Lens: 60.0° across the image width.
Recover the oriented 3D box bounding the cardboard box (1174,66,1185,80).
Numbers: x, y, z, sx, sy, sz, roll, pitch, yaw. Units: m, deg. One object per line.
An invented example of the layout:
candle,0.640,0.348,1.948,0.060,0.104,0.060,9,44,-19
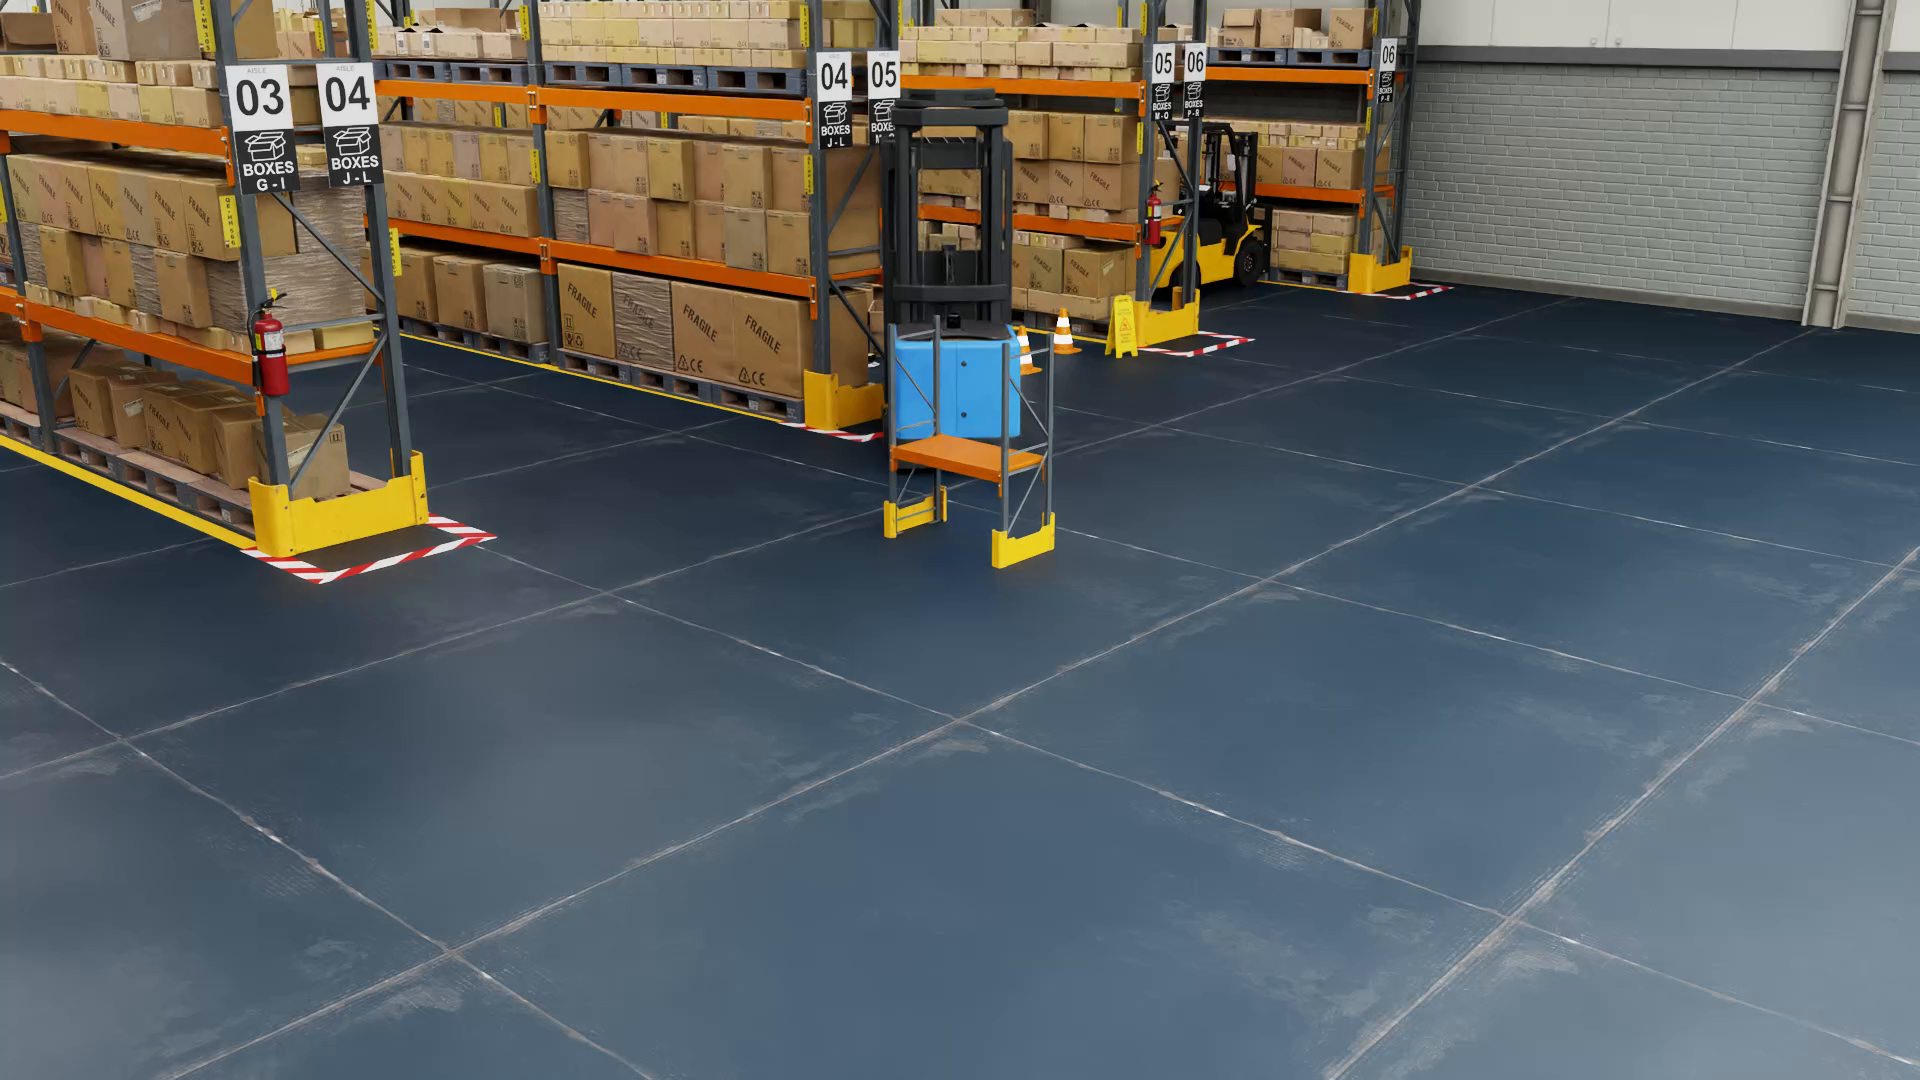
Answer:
cardboard box,2.267,-5.145,18.321,0.250,0.149,0.380,15,23,39

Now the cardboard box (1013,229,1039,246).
cardboard box,0.826,-3.516,19.270,0.250,0.149,0.380,16,24,42

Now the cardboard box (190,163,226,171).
cardboard box,-5.253,-2.493,12.198,0.500,0.500,0.500,15,23,39

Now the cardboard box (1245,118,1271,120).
cardboard box,4.144,-5.802,23.206,0.250,0.149,0.380,16,24,41

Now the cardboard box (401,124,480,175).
cardboard box,-5.801,-4.389,18.664,0.500,0.500,0.700,15,23,38

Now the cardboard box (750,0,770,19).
cardboard box,-1.573,-4.534,14.217,0.250,0.149,0.380,15,23,40

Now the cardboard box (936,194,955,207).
cardboard box,-0.065,-4.099,19.985,0.250,0.149,0.380,16,24,41

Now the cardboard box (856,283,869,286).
cardboard box,-1.086,-3.550,21.490,0.625,0.372,0.950,15,23,40

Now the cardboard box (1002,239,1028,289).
cardboard box,0.762,-3.251,19.507,0.500,0.500,0.500,14,23,38

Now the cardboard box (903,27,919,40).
cardboard box,-0.459,-6.005,19.714,0.250,0.149,0.380,16,24,41

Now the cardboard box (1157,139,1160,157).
cardboard box,2.758,-5.521,23.885,0.500,0.500,0.500,14,22,38

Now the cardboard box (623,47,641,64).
cardboard box,-2.902,-4.510,15.461,0.250,0.149,0.380,15,23,39

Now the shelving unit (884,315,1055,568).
shelving unit,0.057,-0.700,11.337,1.083,1.500,0.587,15,23,39

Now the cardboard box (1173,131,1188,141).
cardboard box,3.207,-5.691,23.348,0.250,0.149,0.380,16,23,40

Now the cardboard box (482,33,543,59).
cardboard box,-4.537,-5.069,17.056,0.500,0.250,0.500,15,23,40

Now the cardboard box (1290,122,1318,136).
cardboard box,4.628,-5.497,22.245,0.250,0.149,0.380,15,23,40

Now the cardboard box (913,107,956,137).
cardboard box,-0.140,-4.919,19.843,0.500,0.500,0.700,15,23,40

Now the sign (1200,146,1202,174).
sign,2.660,-4.230,18.551,0.005,0.325,0.100,15,23,39

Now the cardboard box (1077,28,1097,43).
cardboard box,1.480,-5.493,18.101,0.250,0.149,0.380,15,23,39

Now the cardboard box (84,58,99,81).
cardboard box,-6.016,-3.372,11.907,0.250,0.149,0.380,16,23,41

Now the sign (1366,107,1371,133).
sign,5.221,-5.363,21.247,0.005,0.325,0.100,15,23,39

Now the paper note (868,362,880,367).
paper note,-0.925,-1.829,17.328,0.144,0.017,0.142,-9,20,-27

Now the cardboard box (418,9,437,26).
cardboard box,-8.259,-8.194,26.488,0.500,0.500,0.500,16,23,40

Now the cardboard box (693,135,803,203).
cardboard box,-1.964,-3.457,15.512,0.550,0.550,0.875,15,23,39

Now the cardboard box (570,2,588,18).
cardboard box,-3.475,-5.044,15.824,0.250,0.149,0.380,15,23,39

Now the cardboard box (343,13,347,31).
cardboard box,-7.399,-6.250,19.958,0.258,0.266,0.396,15,23,39

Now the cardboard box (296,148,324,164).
cardboard box,-7.751,-4.570,19.792,0.250,0.149,0.380,15,23,39

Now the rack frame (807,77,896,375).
rack frame,-0.910,-2.555,14.702,0.127,3.000,1.000,15,23,39

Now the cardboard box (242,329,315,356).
cardboard box,-4.629,-1.343,11.301,0.250,0.149,0.380,15,23,39

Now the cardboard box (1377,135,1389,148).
cardboard box,5.510,-5.302,22.122,0.250,0.149,0.380,14,23,38

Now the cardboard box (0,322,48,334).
cardboard box,-8.896,-1.726,15.498,0.700,0.500,0.500,-16,24,-41

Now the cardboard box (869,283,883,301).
cardboard box,-0.794,-2.785,19.555,0.500,0.500,0.500,-3,18,-8

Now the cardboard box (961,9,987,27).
cardboard box,0.432,-7.871,25.470,0.500,0.500,0.700,14,23,38

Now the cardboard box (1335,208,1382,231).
cardboard box,5.358,-4.324,22.476,0.500,0.250,0.500,15,23,38

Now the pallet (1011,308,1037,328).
pallet,0.750,-2.797,20.076,1.213,0.211,1.003,15,23,39

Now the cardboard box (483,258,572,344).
cardboard box,-4.426,-2.590,17.838,0.750,0.750,1.050,15,23,39

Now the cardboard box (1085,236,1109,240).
cardboard box,2.202,-4.792,24.984,0.625,0.625,0.875,16,24,42

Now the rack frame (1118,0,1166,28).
rack frame,2.600,-8.481,23.459,0.127,3.000,1.000,15,23,39

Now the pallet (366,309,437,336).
pallet,-6.354,-2.656,19.633,1.213,0.211,1.003,15,23,39

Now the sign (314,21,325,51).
sign,-7.256,-5.715,18.846,0.005,0.325,0.100,15,23,39

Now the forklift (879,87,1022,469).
forklift,-0.124,-2.356,14.190,1.130,2.935,3.031,-1,18,-4

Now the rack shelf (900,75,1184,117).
rack shelf,0.804,-5.183,19.215,4.000,0.370,1.077,15,23,39

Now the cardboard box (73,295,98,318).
cardboard box,-6.572,-1.820,12.804,0.250,0.149,0.380,15,23,39

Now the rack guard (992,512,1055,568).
rack guard,0.429,-0.004,11.211,0.087,0.250,0.587,15,23,39

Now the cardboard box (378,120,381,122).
cardboard box,-9.499,-6.794,27.894,0.500,0.500,0.500,15,23,39

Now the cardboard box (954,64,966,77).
cardboard box,0.149,-5.484,19.391,0.250,0.149,0.380,14,22,38

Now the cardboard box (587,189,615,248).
cardboard box,-3.192,-3.252,16.653,0.550,0.550,0.875,15,23,39

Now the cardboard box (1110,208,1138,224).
cardboard box,1.878,-3.602,18.417,0.250,0.149,0.380,16,24,41

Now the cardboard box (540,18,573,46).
cardboard box,-3.722,-4.944,16.169,0.500,0.250,0.500,15,23,40

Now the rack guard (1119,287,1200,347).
rack guard,2.243,-2.519,18.721,0.348,0.500,1.175,15,23,39

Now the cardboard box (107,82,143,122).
cardboard box,-5.561,-3.055,11.567,0.500,0.250,0.500,16,23,40

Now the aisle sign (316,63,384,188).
aisle sign,-4.033,-2.747,11.012,0.004,0.787,0.394,15,23,39

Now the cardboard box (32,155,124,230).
cardboard box,-6.727,-2.674,12.768,0.500,0.500,0.500,15,23,39
